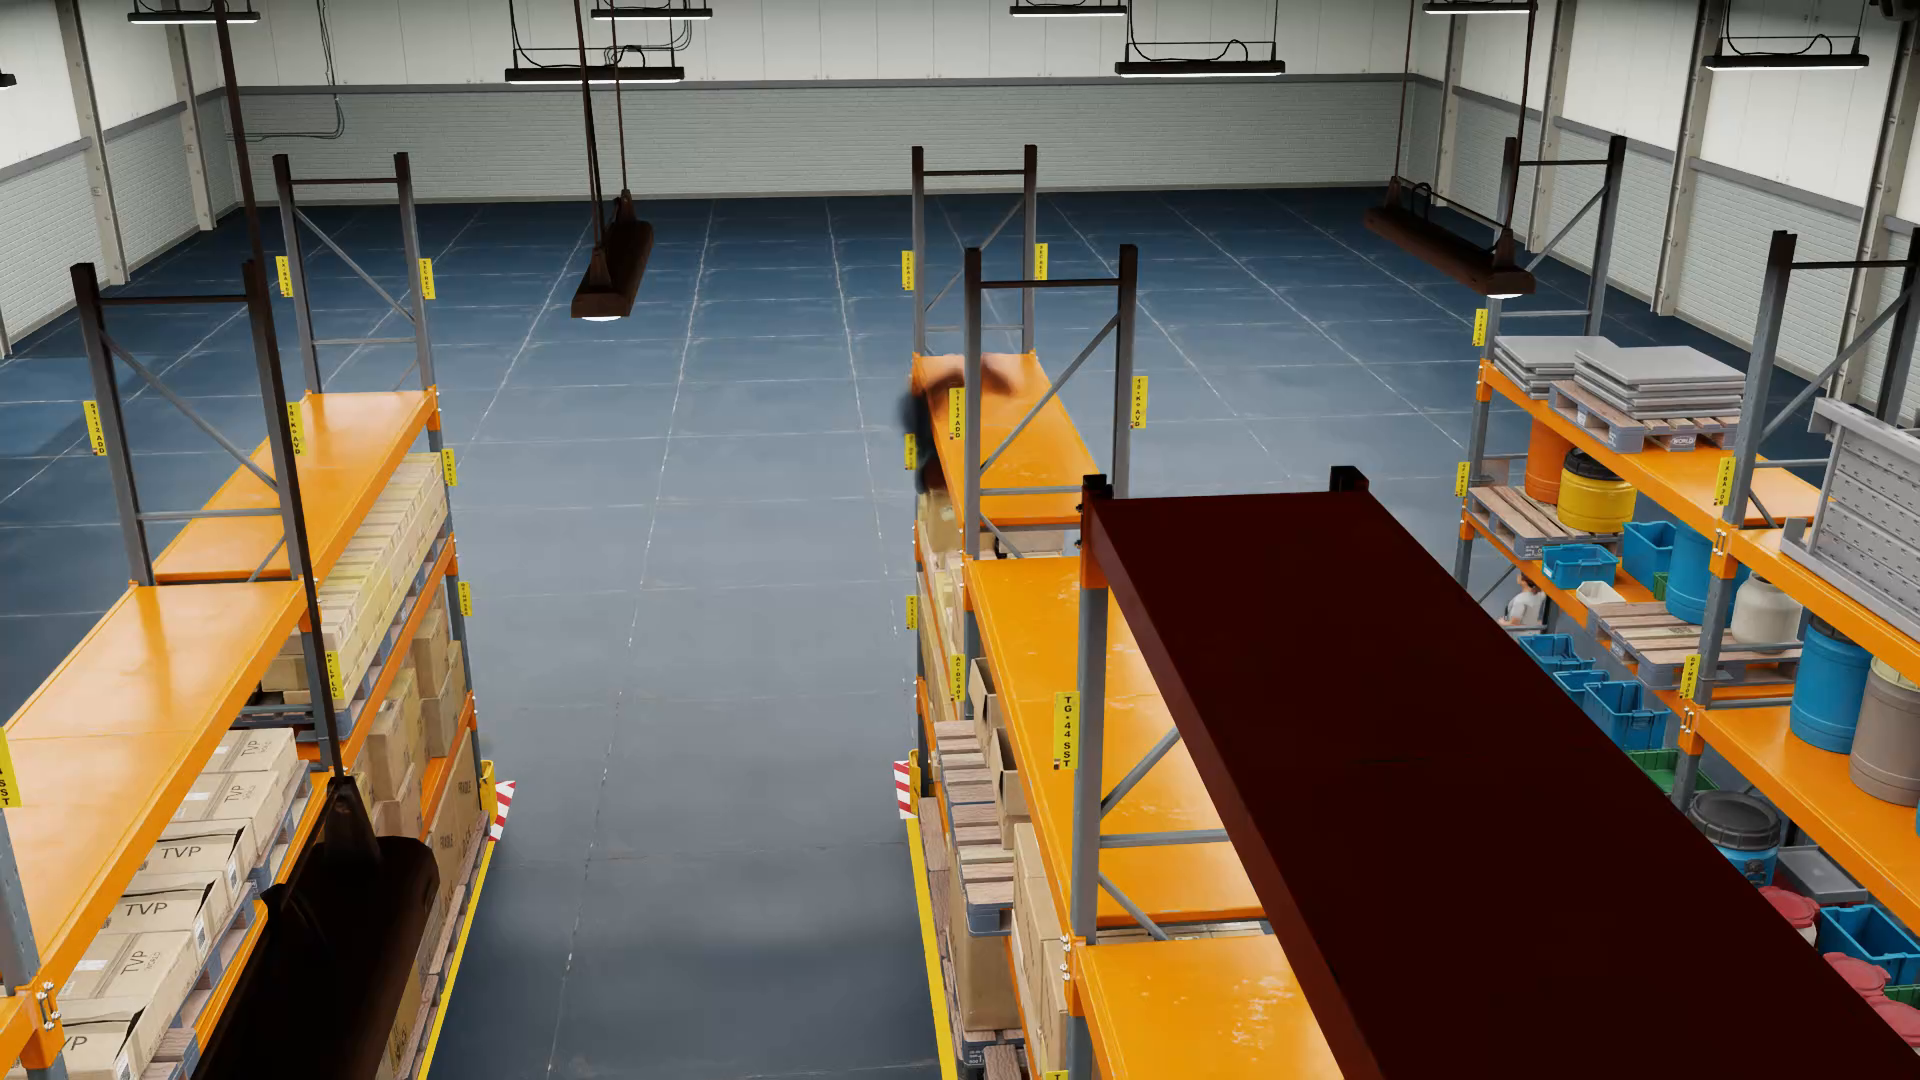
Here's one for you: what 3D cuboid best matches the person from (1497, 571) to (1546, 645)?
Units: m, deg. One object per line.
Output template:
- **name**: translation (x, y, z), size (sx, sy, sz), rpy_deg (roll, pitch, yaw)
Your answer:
- **person**: translation (5.680, 1.041, 16.754), size (0.921, 1.675, 0.581), rpy_deg (19, 29, 40)
